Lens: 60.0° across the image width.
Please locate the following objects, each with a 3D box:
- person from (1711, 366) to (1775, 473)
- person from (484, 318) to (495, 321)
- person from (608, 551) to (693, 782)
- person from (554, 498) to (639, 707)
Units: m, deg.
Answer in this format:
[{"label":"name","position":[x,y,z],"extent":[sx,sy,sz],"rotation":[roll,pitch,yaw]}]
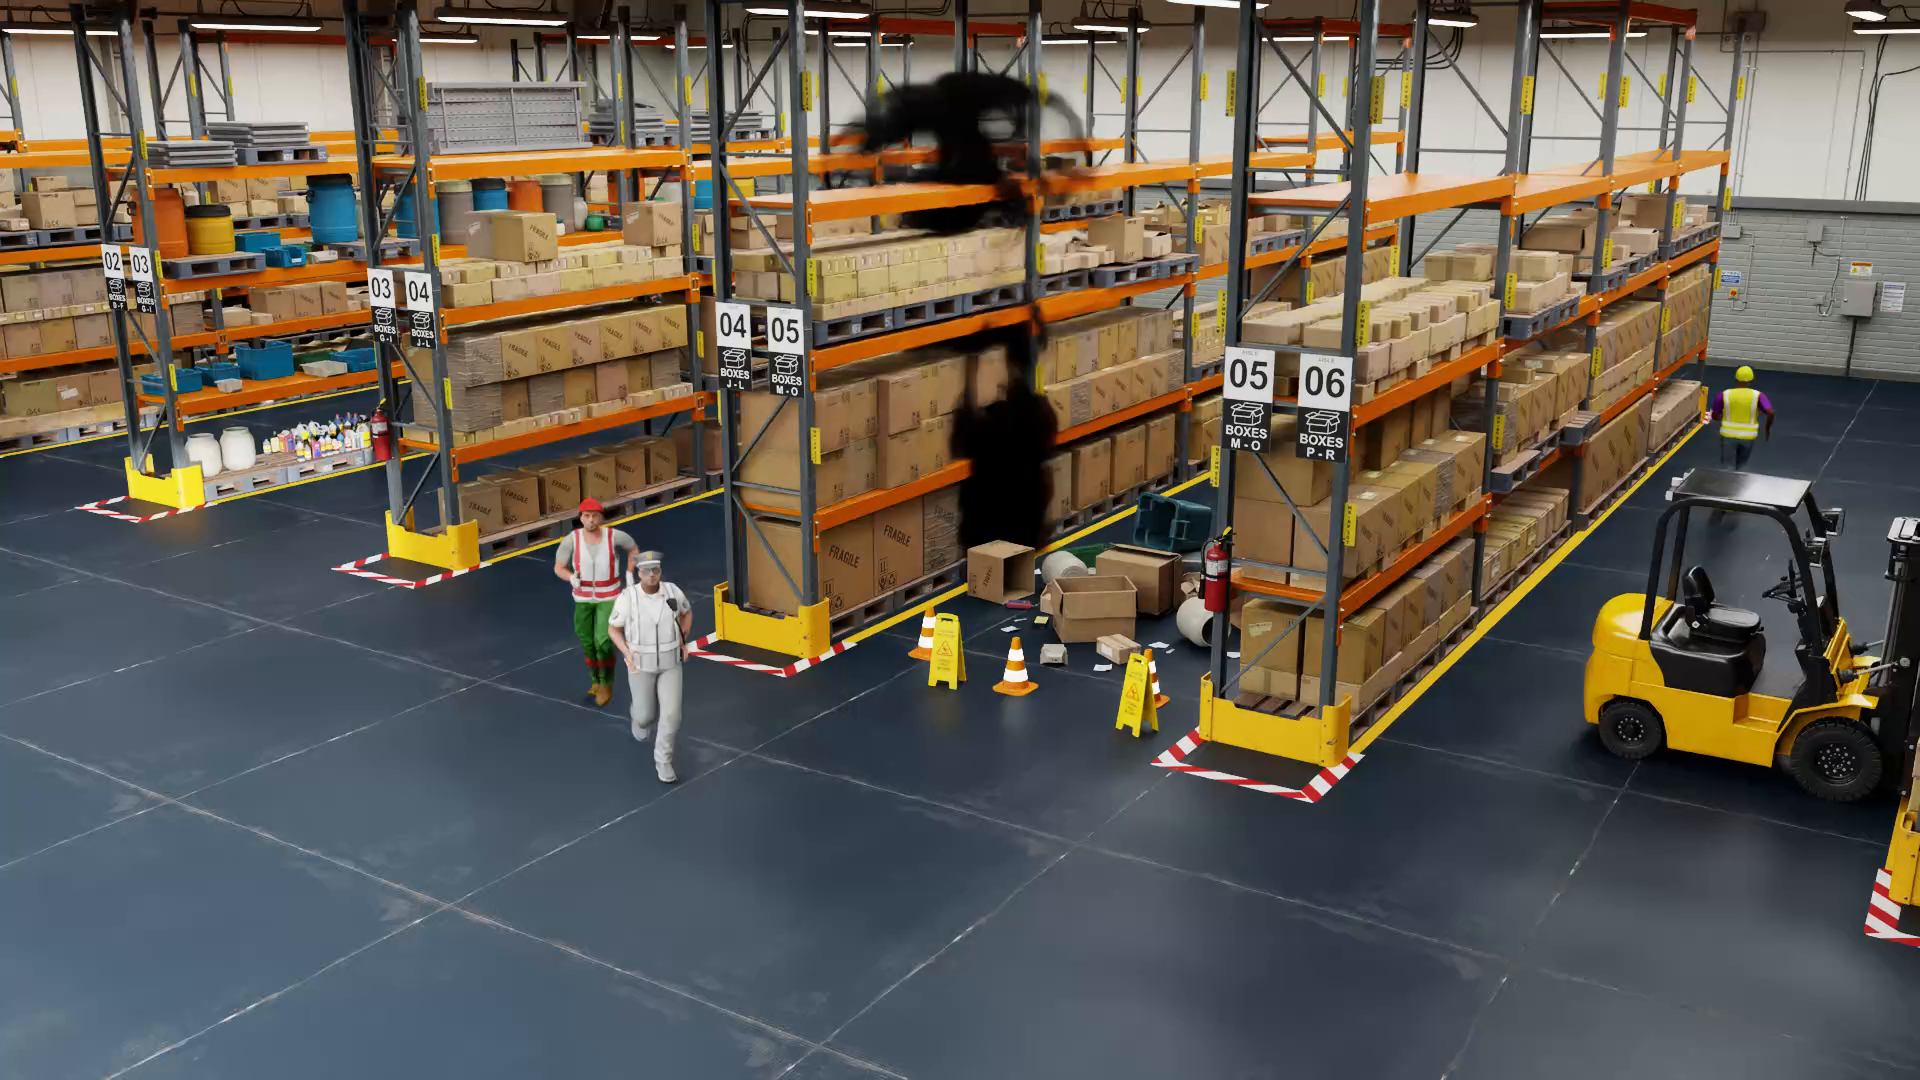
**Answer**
[{"label":"person","position":[9.585,-1.260,20.478],"extent":[0.669,1.787,0.720],"rotation":[5,16,17]},{"label":"person","position":[-8.000,-3.402,28.351],"extent":[0.611,1.642,0.519],"rotation":[6,17,22]},{"label":"person","position":[-2.334,0.914,12.710],"extent":[0.663,1.751,0.775],"rotation":[-6,17,-20]},{"label":"person","position":[-3.066,0.528,14.007],"extent":[0.662,1.798,0.679],"rotation":[0,16,-1]}]
